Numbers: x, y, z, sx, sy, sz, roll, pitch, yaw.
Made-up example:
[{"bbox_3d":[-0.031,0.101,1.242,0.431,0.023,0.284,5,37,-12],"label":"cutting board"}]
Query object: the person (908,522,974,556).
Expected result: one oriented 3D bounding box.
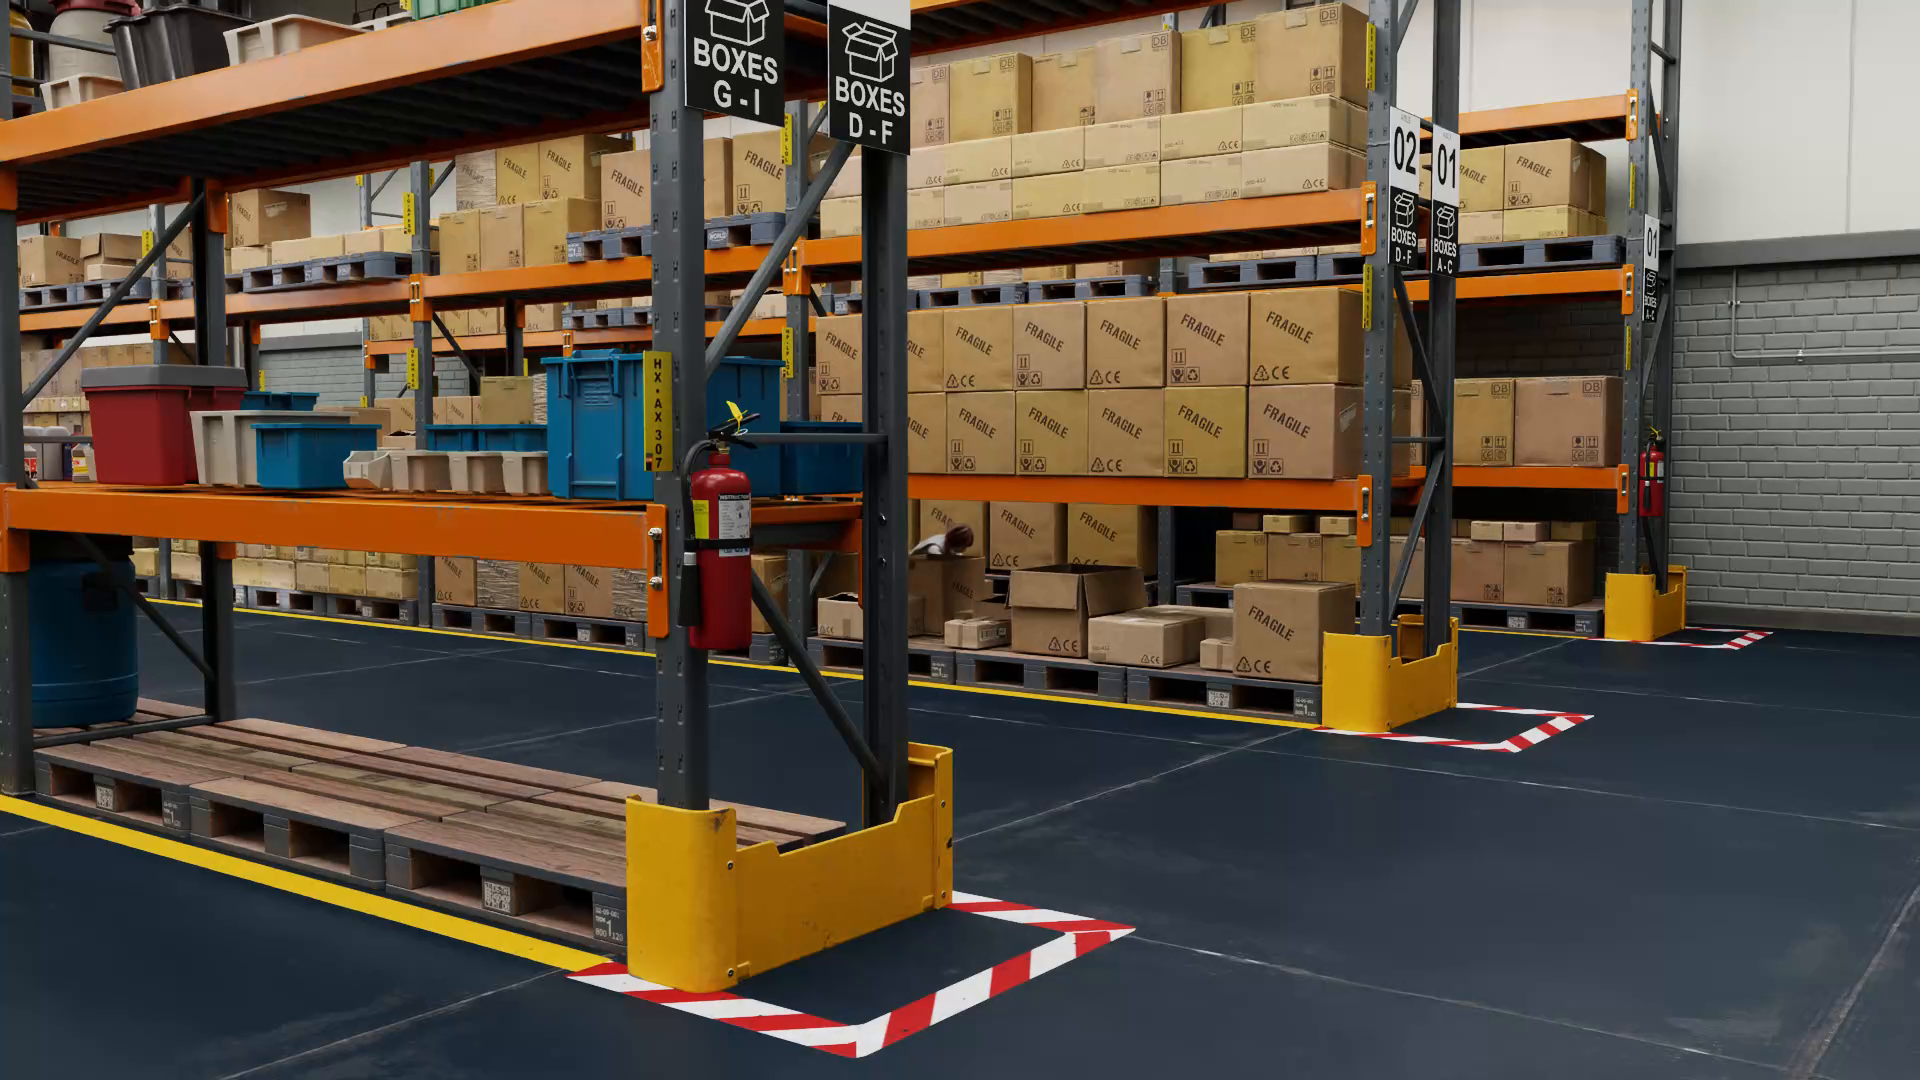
[{"bbox_3d":[-0.197,0.310,12.817,0.818,0.875,0.443,2,4,36],"label":"person"}]
